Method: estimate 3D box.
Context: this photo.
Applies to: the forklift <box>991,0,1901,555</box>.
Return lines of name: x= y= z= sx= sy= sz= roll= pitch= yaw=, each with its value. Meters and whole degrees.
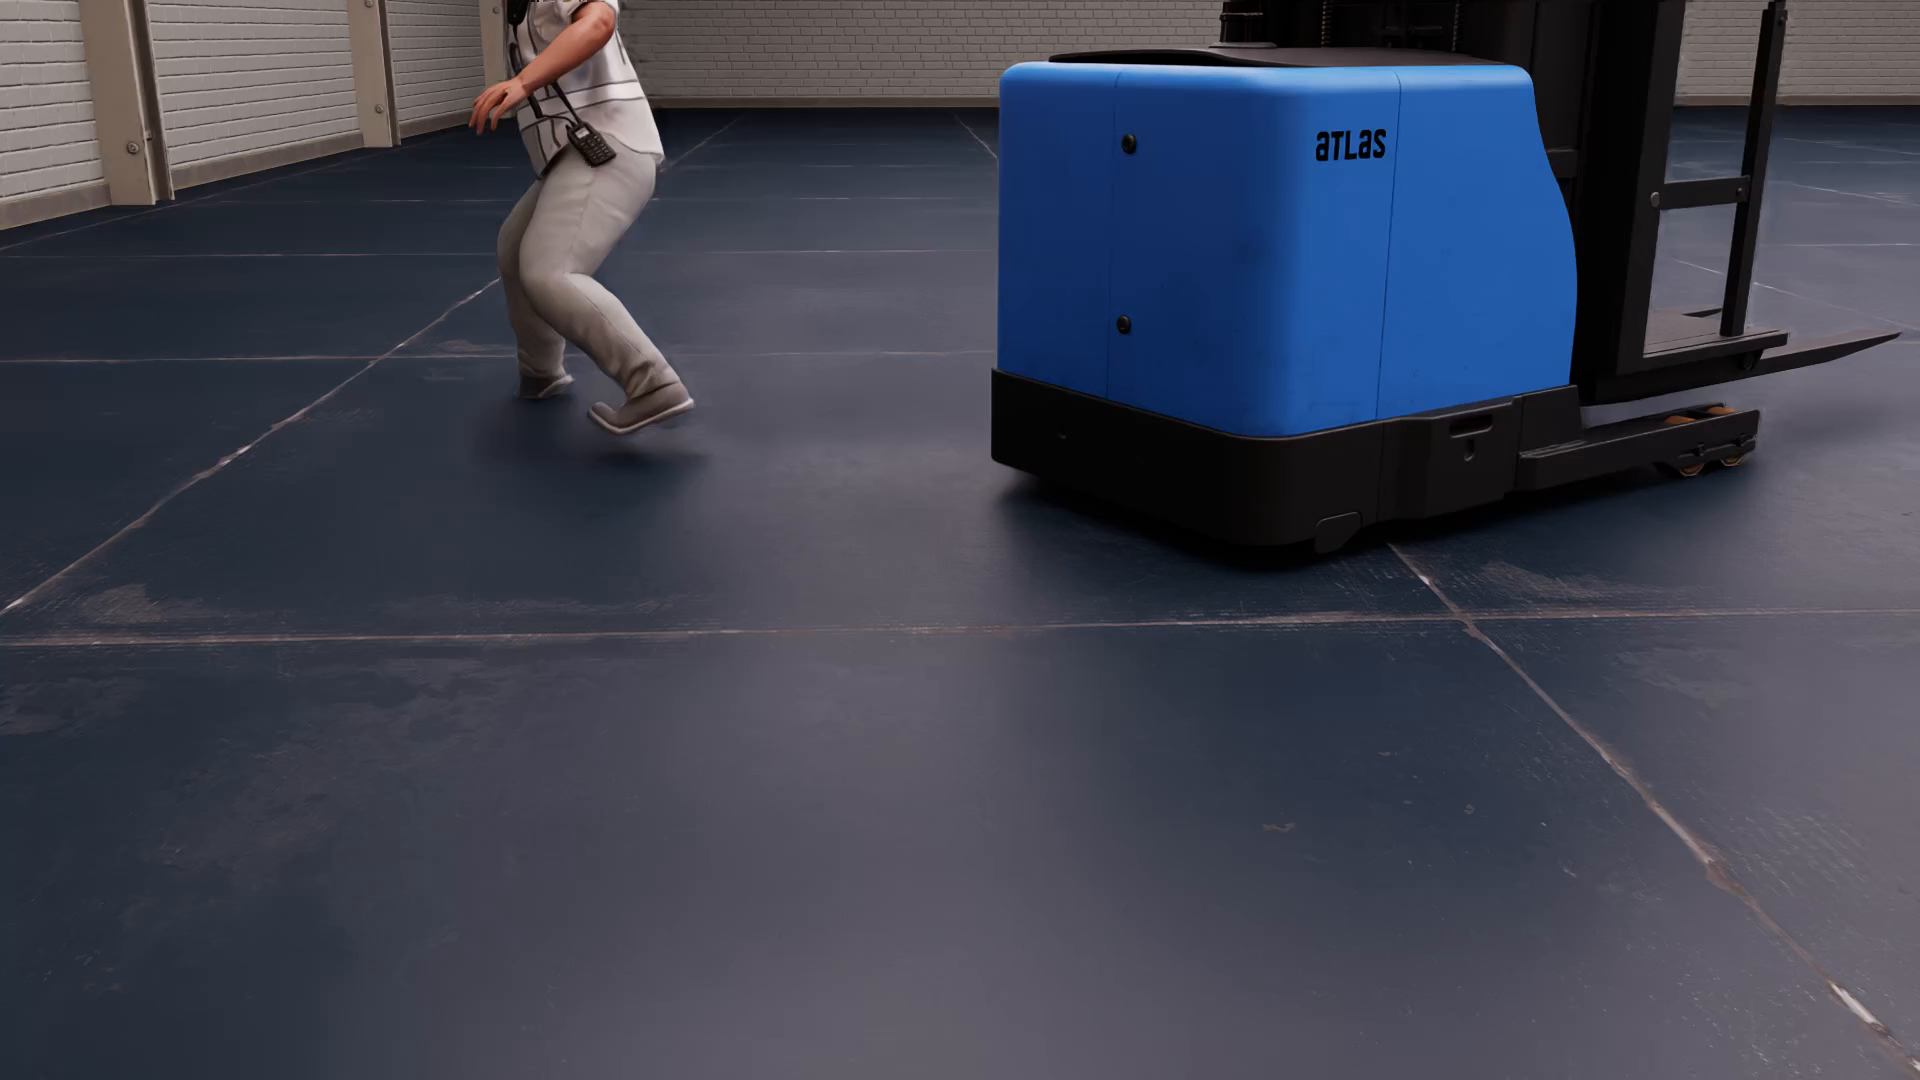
forklift: x=1.585 y=-1.684 z=4.413 sx=3.031 sy=2.935 sz=1.130 roll=-11 pitch=20 yaw=-33

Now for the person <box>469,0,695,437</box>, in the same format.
person: x=-1.159 y=-1.079 z=4.926 sx=0.540 sy=1.705 sz=1.150 roll=-5 pitch=18 yaw=-15
